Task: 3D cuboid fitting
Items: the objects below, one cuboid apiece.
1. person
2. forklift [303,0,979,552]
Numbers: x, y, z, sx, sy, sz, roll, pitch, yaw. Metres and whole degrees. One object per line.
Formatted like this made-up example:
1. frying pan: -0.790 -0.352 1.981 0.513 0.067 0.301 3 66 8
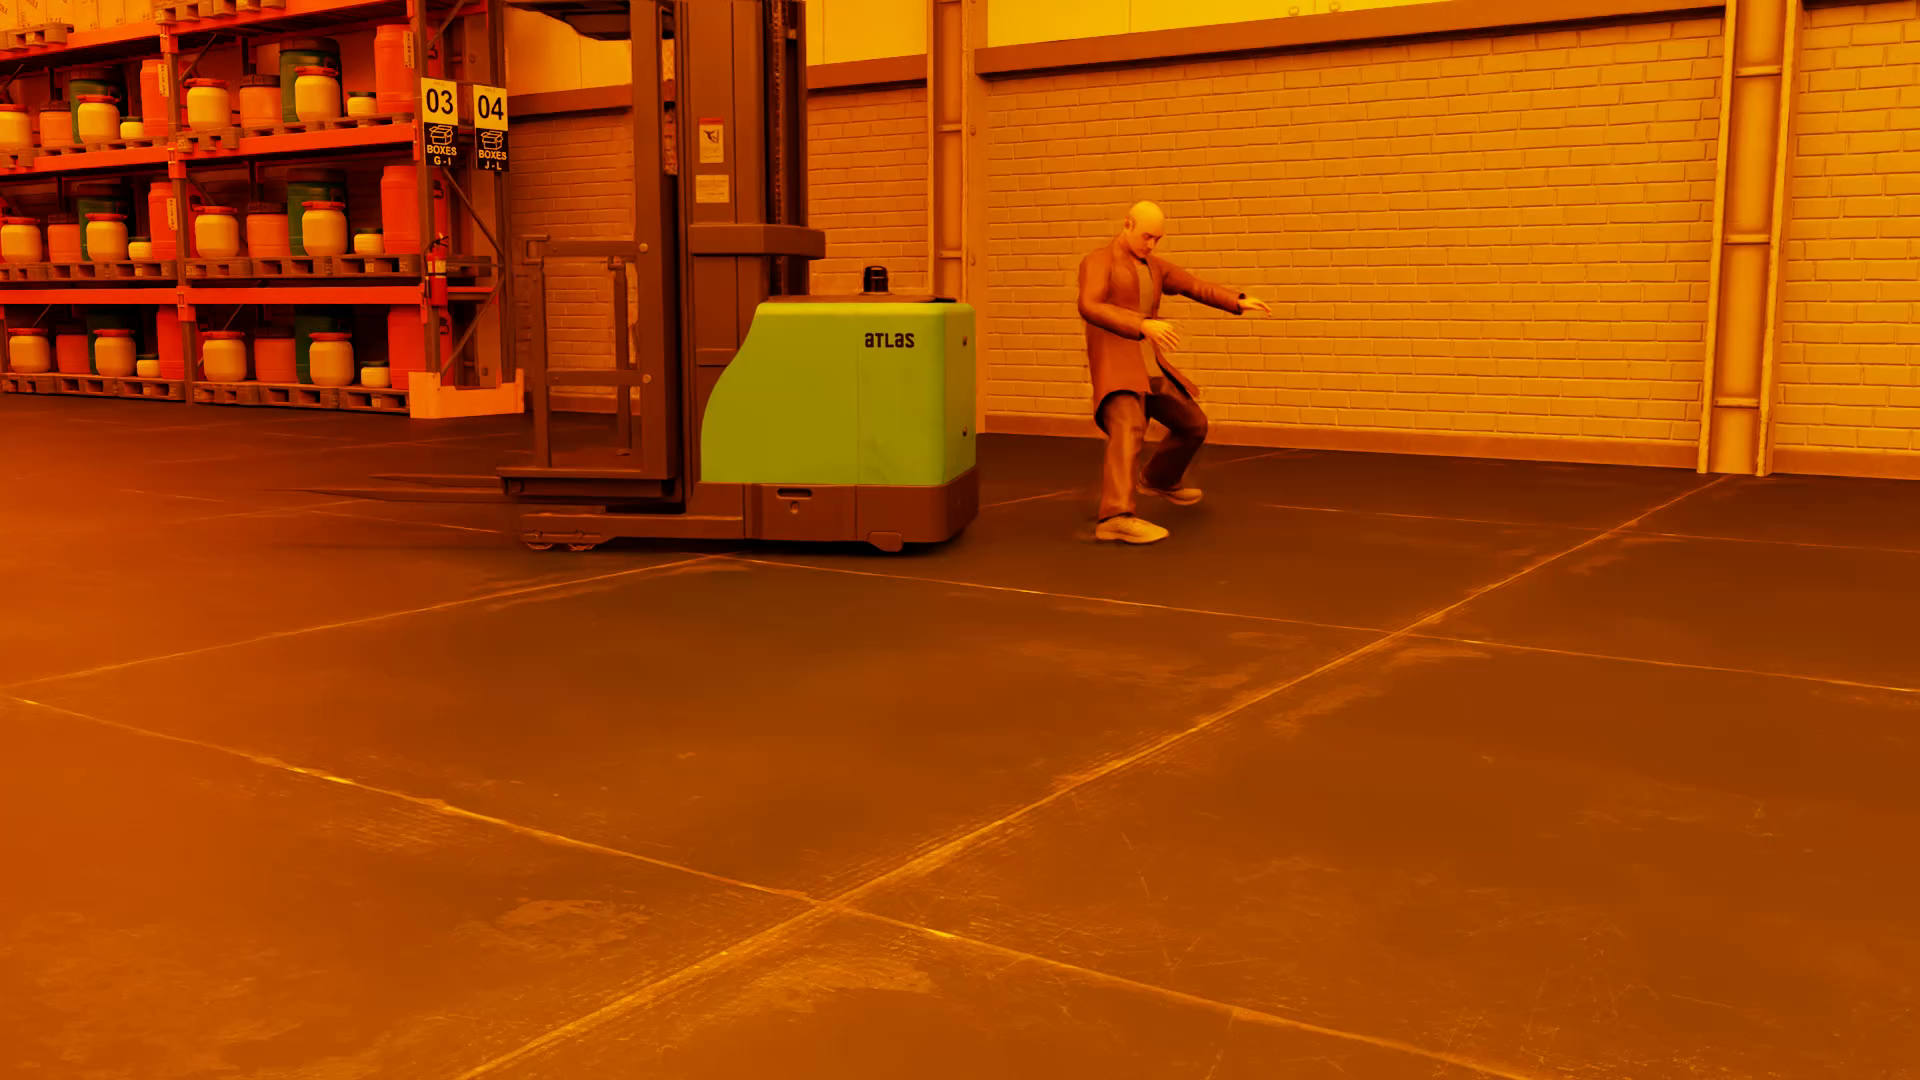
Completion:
1. person: 0.987 -0.844 8.029 0.922 1.542 1.338 7 11 42
2. forklift: -1.476 -1.473 7.549 3.031 2.935 1.130 1 8 9
